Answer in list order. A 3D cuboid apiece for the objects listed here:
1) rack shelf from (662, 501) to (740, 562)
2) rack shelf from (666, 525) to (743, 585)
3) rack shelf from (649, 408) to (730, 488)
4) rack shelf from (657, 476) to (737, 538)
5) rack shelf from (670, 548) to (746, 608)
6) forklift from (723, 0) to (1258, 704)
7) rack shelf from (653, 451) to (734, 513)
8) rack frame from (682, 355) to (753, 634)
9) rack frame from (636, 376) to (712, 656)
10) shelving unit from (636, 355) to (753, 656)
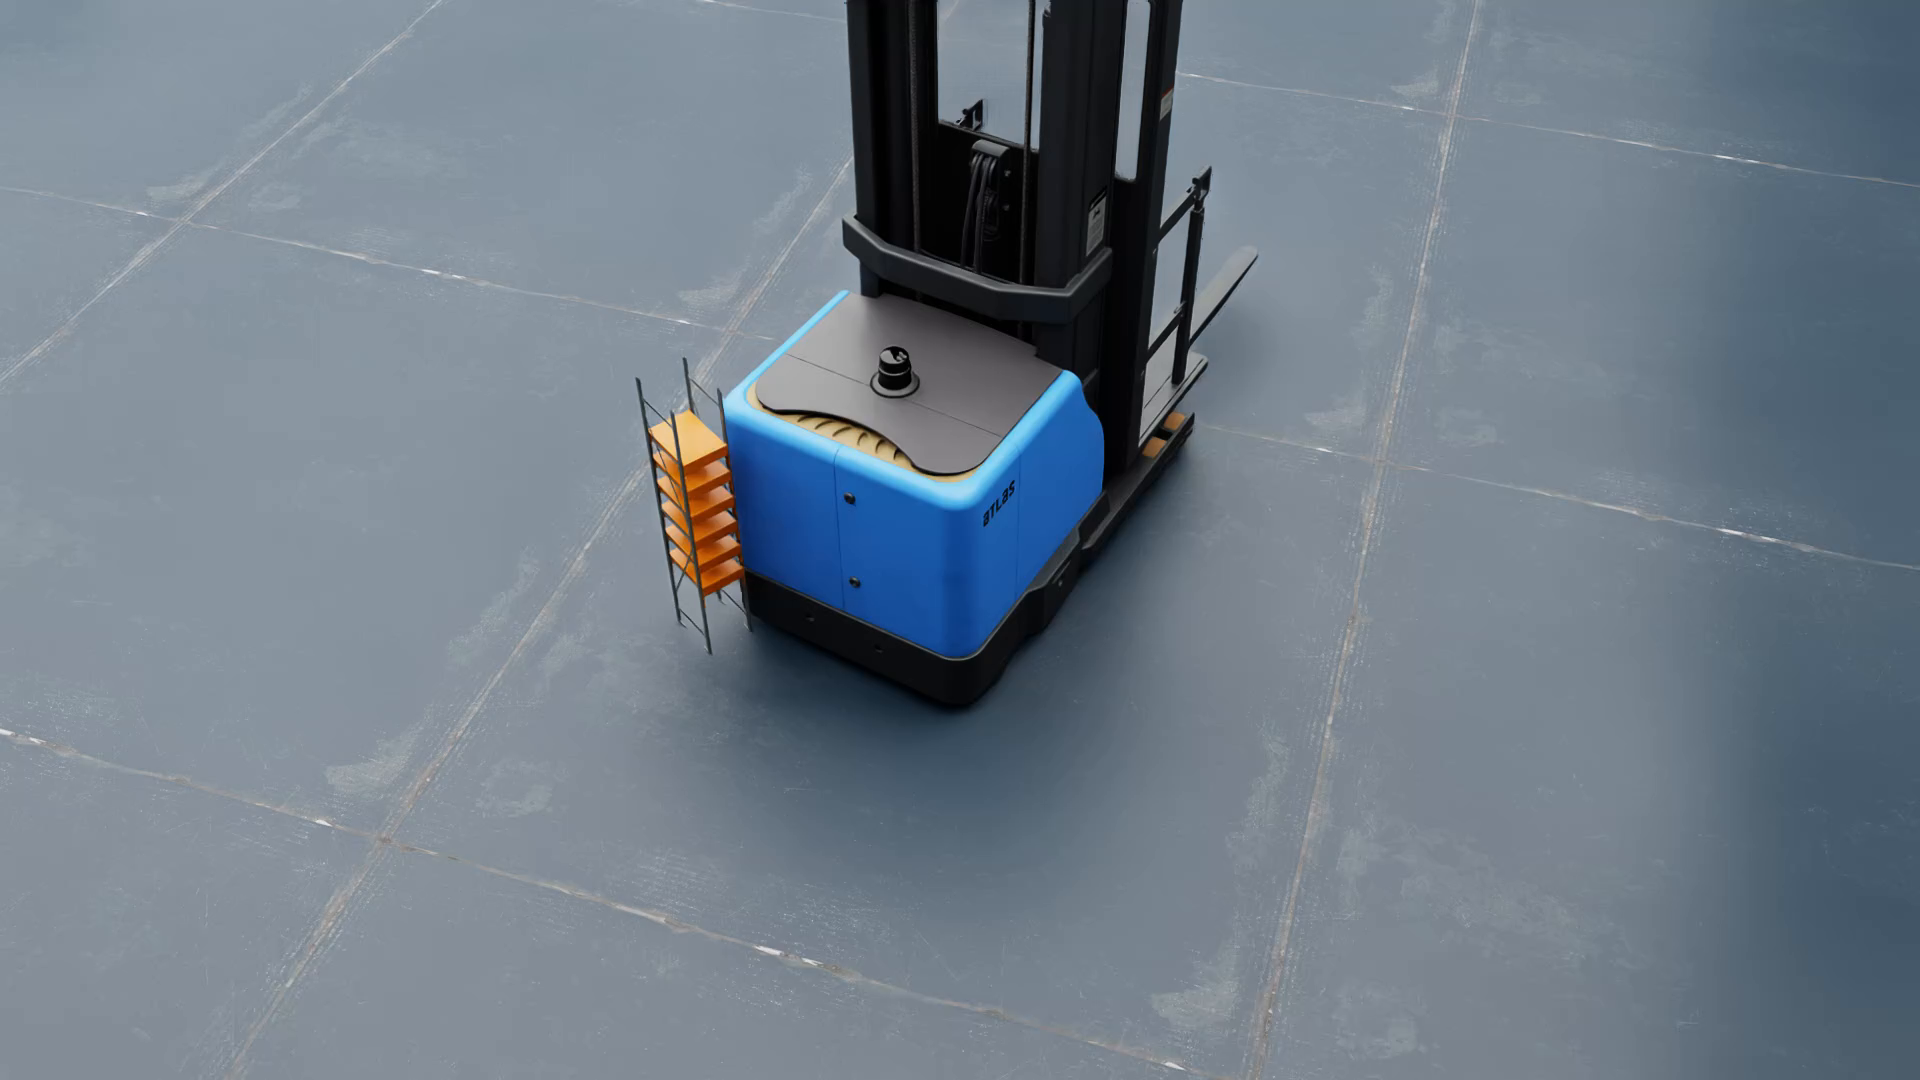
[{"bbox_3d":[-0.944,-0.065,6.022,0.180,0.103,0.258,-29,51,-26],"label":"rack shelf"},{"bbox_3d":[-0.944,0.021,6.106,0.180,0.103,0.258,-29,51,-26],"label":"rack shelf"},{"bbox_3d":[-0.944,-0.322,5.770,0.180,0.103,0.258,-29,51,-26],"label":"rack shelf"},{"bbox_3d":[-0.944,-0.150,5.938,0.180,0.103,0.258,-29,51,-26],"label":"rack shelf"},{"bbox_3d":[-0.944,0.107,6.189,0.180,0.103,0.258,-29,51,-26],"label":"rack shelf"},{"bbox_3d":[0.346,-1.469,6.156,1.130,2.935,3.031,23,49,21],"label":"forklift"},{"bbox_3d":[-0.944,-0.236,5.854,0.180,0.103,0.258,-29,51,-26],"label":"rack shelf"},{"bbox_3d":[-0.873,-0.136,6.031,0.006,1.200,0.240,-29,51,-26],"label":"rack frame"},{"bbox_3d":[-1.016,-0.057,5.950,0.006,1.200,0.240,-29,51,-26],"label":"rack frame"},{"bbox_3d":[-0.944,-0.096,5.991,0.189,1.200,0.258,-29,51,-26],"label":"shelving unit"}]
